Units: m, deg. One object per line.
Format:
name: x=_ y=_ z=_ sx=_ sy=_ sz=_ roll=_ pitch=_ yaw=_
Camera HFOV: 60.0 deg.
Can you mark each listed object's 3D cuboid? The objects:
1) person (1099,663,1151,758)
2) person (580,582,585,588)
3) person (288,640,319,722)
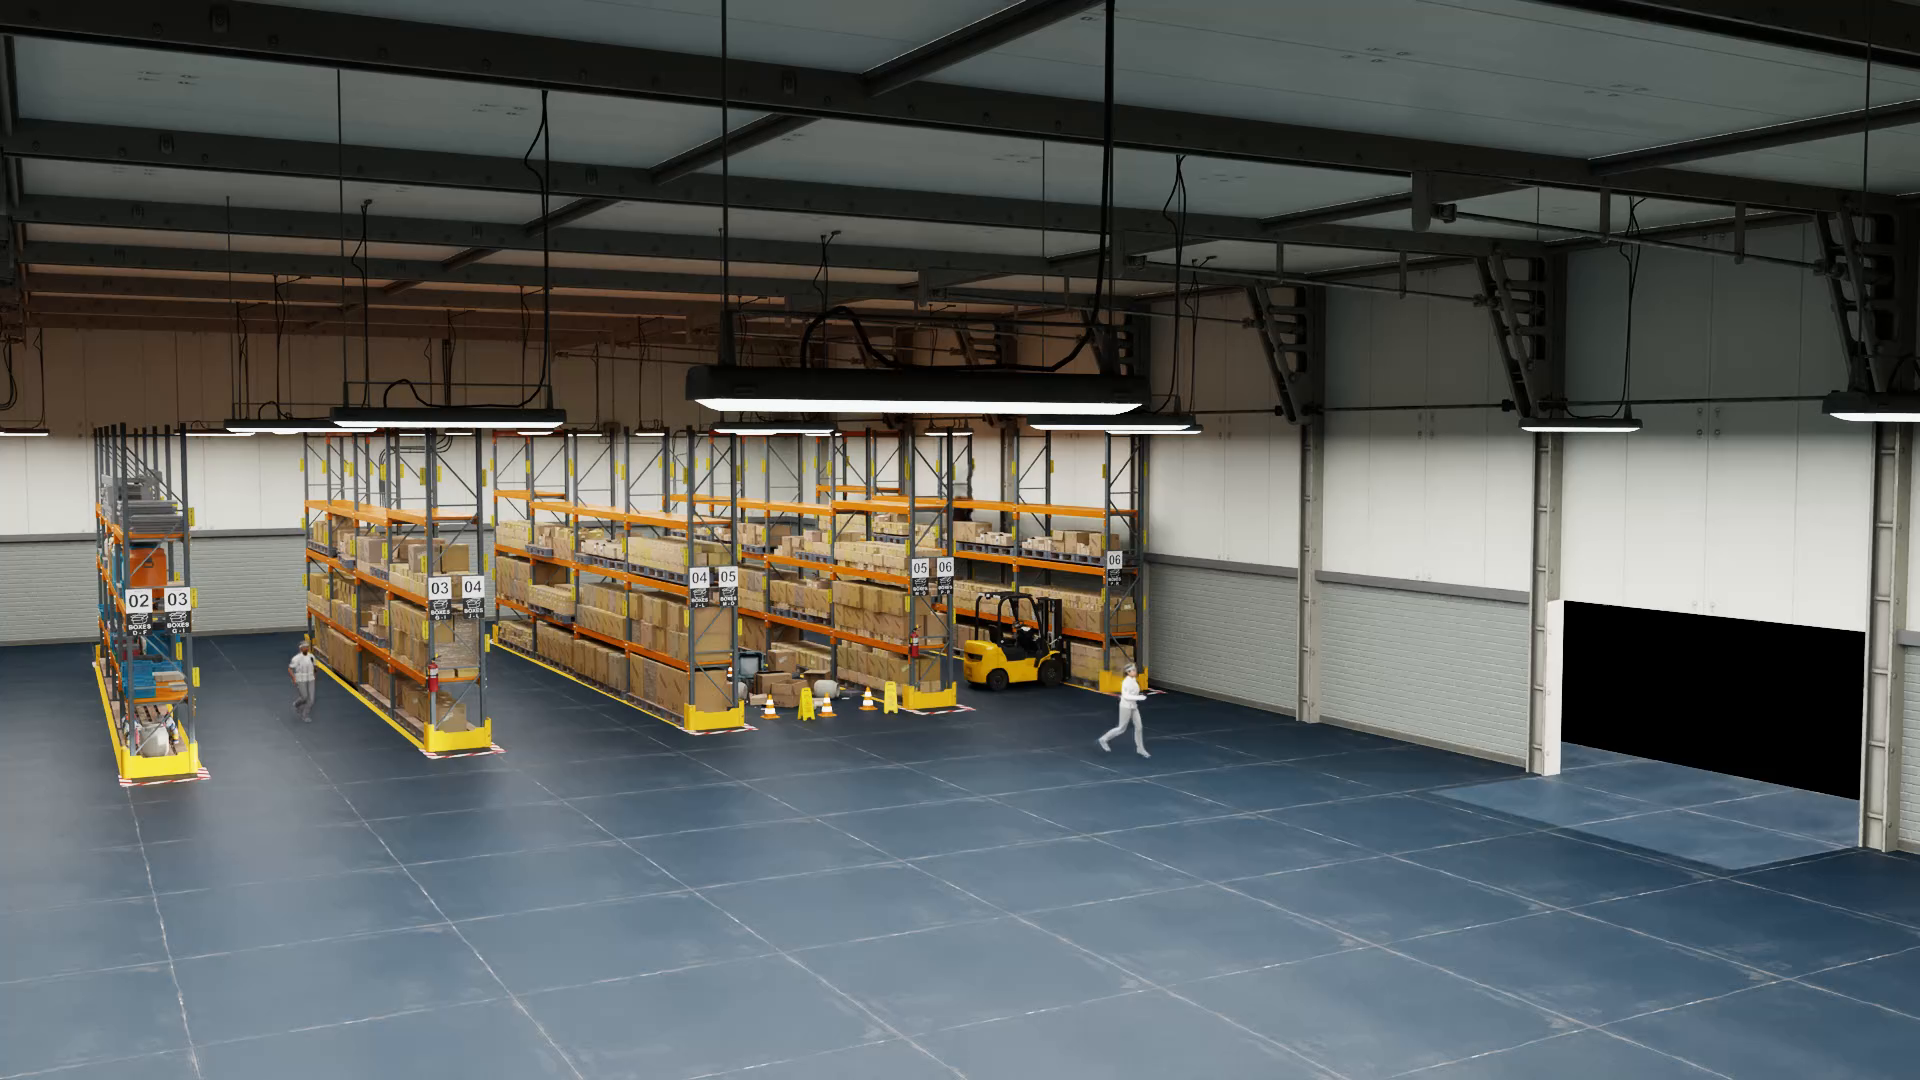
person: x=3.005 y=3.055 z=30.056 sx=0.937 sy=1.717 sz=0.622 roll=2 pitch=4 yaw=26
person: x=-10.665 y=2.029 z=47.050 sx=0.654 sy=1.678 sz=0.607 roll=-3 pitch=5 yaw=-43
person: x=-13.297 y=2.860 z=33.767 sx=0.575 sy=1.661 sz=0.560 roll=-3 pitch=5 yaw=-43
